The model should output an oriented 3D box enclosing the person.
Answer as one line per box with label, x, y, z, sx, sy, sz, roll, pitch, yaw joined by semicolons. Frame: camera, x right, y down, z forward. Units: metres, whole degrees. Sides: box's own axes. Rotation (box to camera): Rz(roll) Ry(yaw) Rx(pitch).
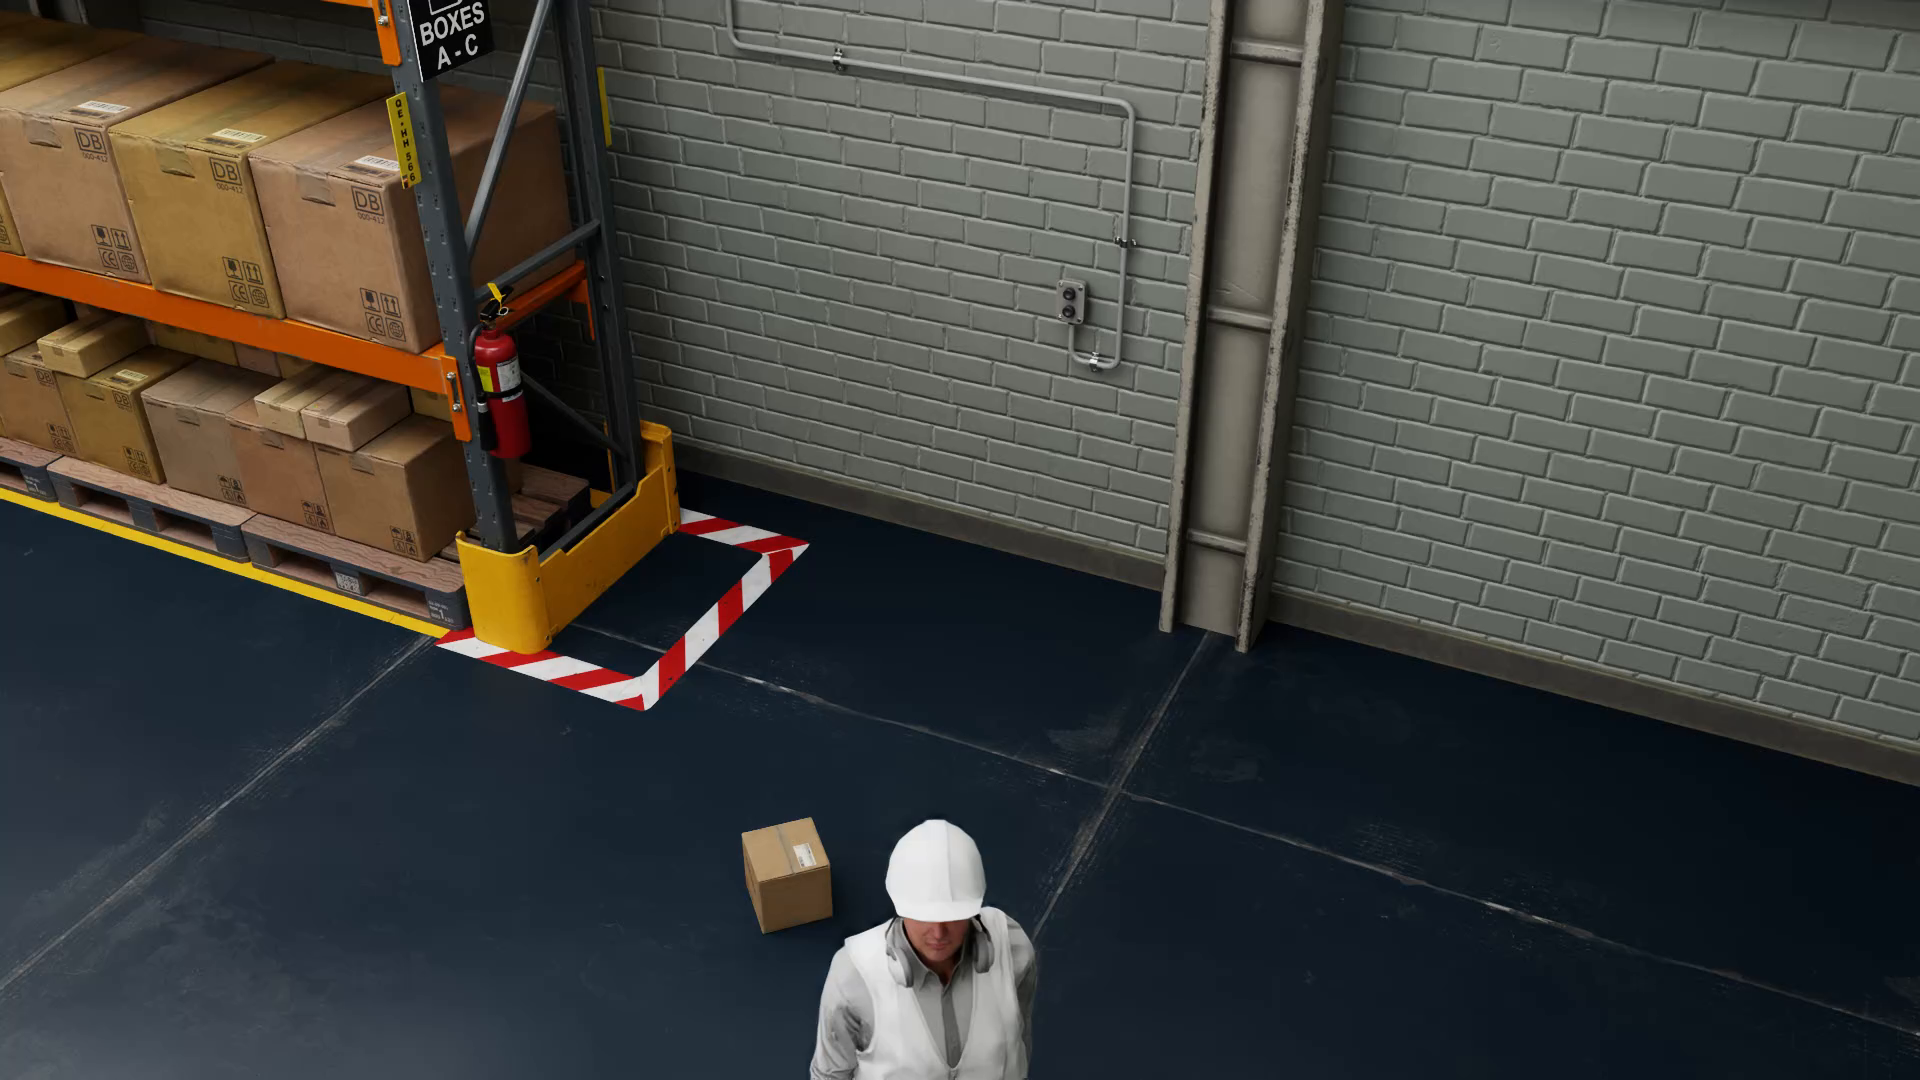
person;-0.079;1.386;4.023;0.558;1.737;0.973;-6;34;-9
